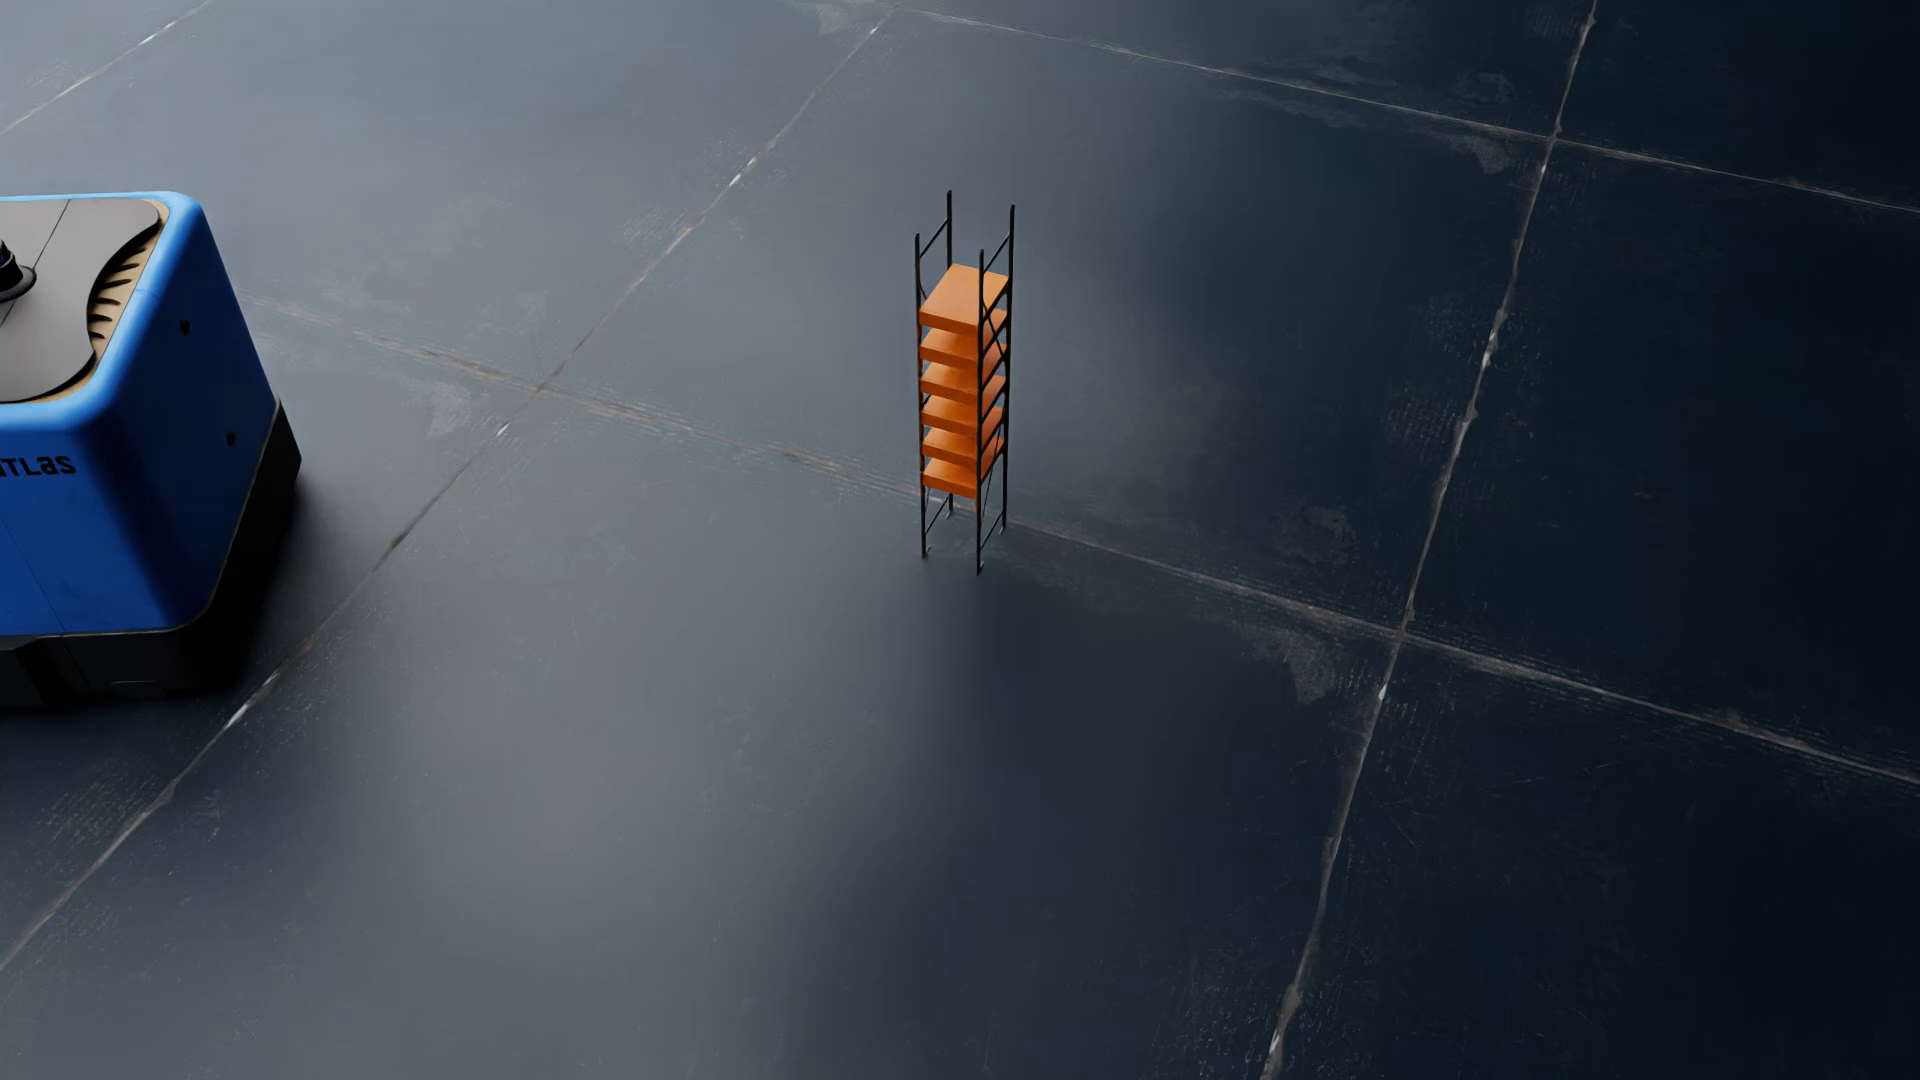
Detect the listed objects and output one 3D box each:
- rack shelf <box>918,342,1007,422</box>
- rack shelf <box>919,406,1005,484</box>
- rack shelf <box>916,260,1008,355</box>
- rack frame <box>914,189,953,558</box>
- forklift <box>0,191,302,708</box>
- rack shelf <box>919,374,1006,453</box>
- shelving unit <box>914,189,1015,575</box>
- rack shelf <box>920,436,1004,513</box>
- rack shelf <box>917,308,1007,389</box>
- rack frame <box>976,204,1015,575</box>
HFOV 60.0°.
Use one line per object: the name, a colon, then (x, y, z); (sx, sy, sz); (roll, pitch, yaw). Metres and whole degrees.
rack shelf: (0.013, -0.475, 4.770); (0.180, 0.103, 0.258); (16, 47, 16)
rack shelf: (0.013, -0.305, 4.939); (0.180, 0.103, 0.258); (16, 47, 16)
rack shelf: (0.013, -0.645, 4.600); (0.180, 0.103, 0.258); (16, 47, 16)
rack frame: (-0.071, -0.446, 4.848); (0.006, 1.200, 0.240); (16, 47, 16)
forklift: (-3.623, -0.871, 4.048); (3.031, 2.935, 1.130); (-3, 45, -3)
rack shelf: (0.013, -0.390, 4.854); (0.180, 0.103, 0.258); (16, 47, 16)
shelving unit: (0.013, -0.421, 4.823); (0.189, 1.200, 0.258); (16, 47, 16)
rack shelf: (0.013, -0.220, 5.023); (0.180, 0.103, 0.258); (16, 47, 16)
rack shelf: (0.013, -0.560, 4.685); (0.180, 0.103, 0.258); (16, 47, 16)
rack frame: (0.098, -0.397, 4.798); (0.006, 1.200, 0.240); (16, 47, 16)
